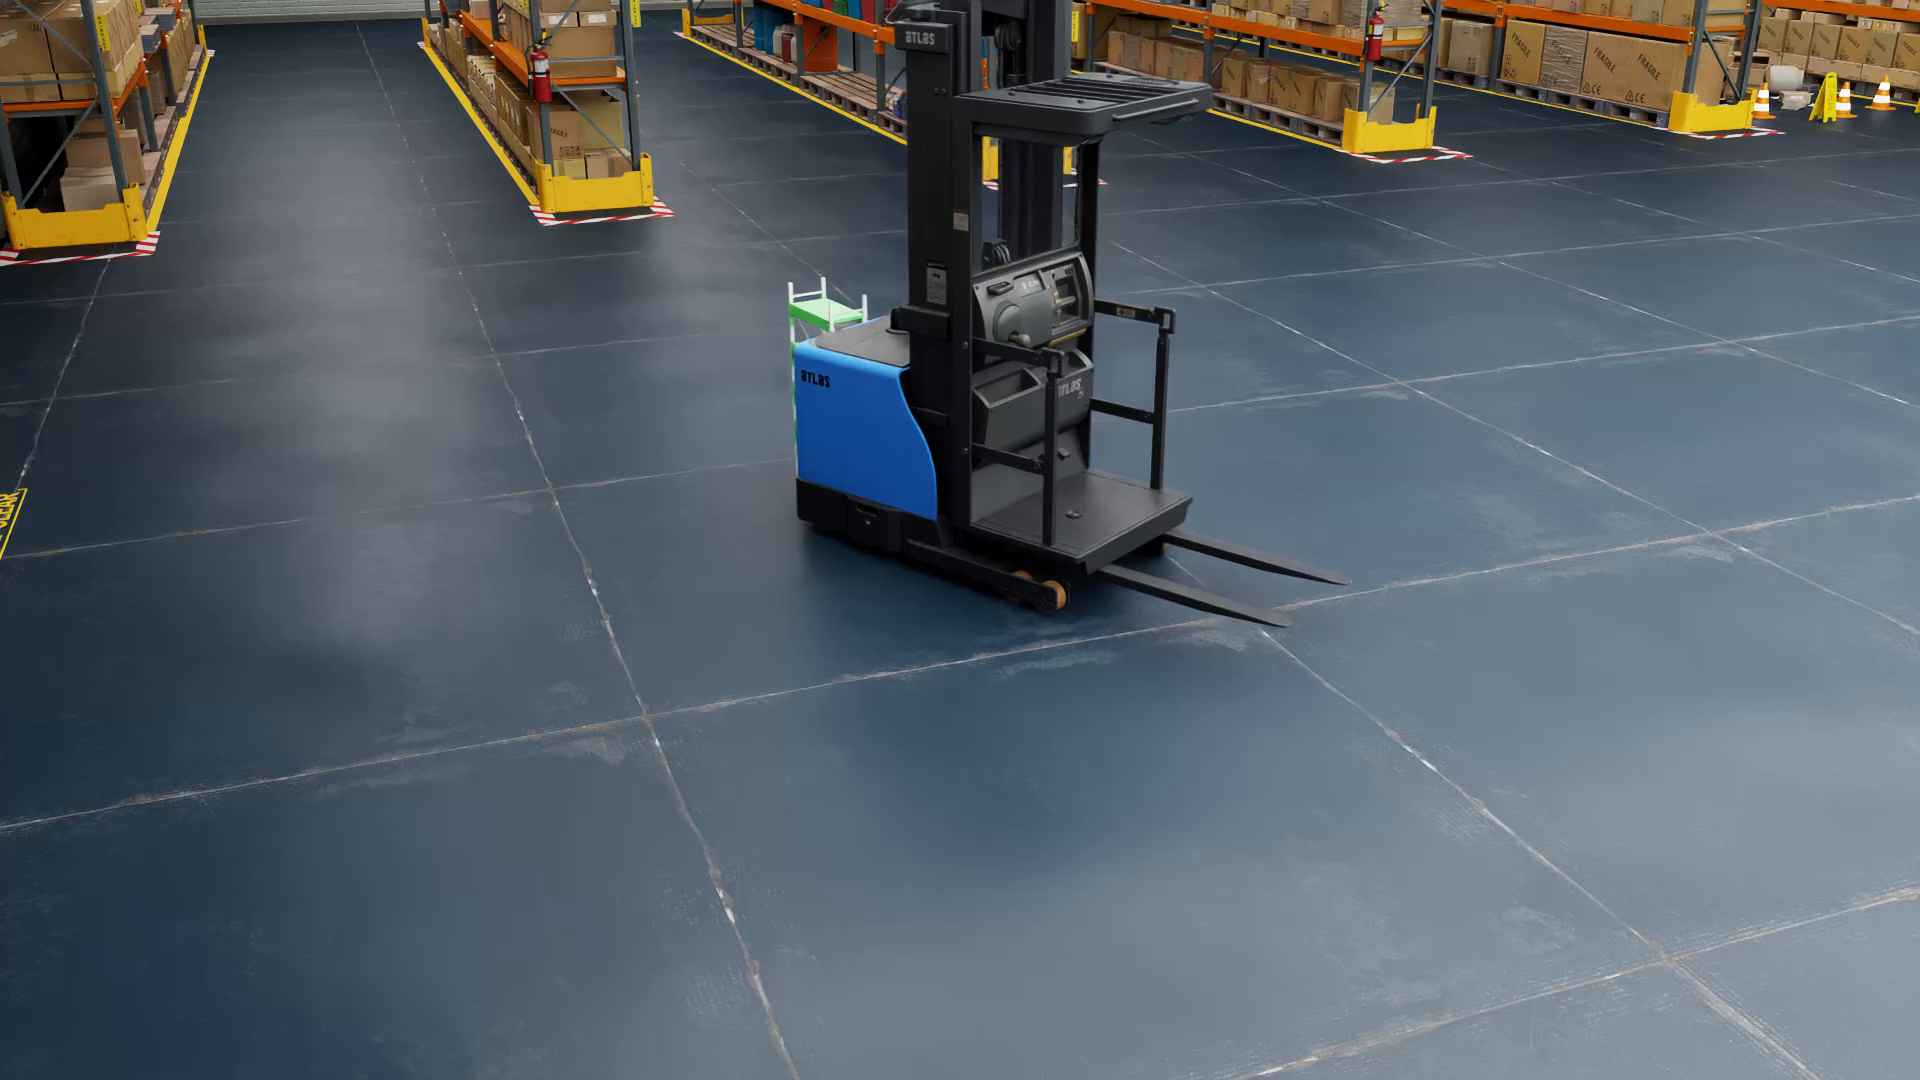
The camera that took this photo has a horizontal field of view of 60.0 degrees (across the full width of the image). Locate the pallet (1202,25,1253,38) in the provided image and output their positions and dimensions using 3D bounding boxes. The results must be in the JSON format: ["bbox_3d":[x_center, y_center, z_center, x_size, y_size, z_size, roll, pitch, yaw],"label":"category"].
[{"bbox_3d":[5.575,-10.247,33.291,1.003,0.211,1.213,-8,24,-19],"label":"pallet"}]

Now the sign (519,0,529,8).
[{"bbox_3d":[-4.373,-5.505,16.652,0.100,0.325,0.005,-8,24,-19],"label":"sign"}]

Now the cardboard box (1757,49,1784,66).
[{"bbox_3d":[13.222,-7.777,26.840,0.500,0.250,0.500,-10,25,-21],"label":"cardboard box"}]

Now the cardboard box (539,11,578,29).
[{"bbox_3d":[-4.174,-5.389,17.210,0.380,0.149,0.250,-9,24,-20],"label":"cardboard box"}]

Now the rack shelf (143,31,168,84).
[{"bbox_3d":[-10.613,-6.099,20.784,1.077,0.370,4.000,-8,24,-19],"label":"rack shelf"}]

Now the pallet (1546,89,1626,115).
[{"bbox_3d":[9.302,-6.370,24.092,1.003,0.211,1.213,-8,24,-19],"label":"pallet"}]

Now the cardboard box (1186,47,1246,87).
[{"bbox_3d":[3.799,-7.019,24.694,0.700,0.500,0.500,-10,25,-23],"label":"cardboard box"}]

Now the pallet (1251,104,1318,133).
[{"bbox_3d":[4.701,-5.774,22.678,1.003,0.211,1.213,-8,24,-19],"label":"pallet"}]

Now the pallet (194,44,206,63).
[{"bbox_3d":[-13.790,-8.499,29.143,1.003,0.211,1.213,-8,24,-19],"label":"pallet"}]

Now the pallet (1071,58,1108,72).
[{"bbox_3d":[2.374,-8.208,28.452,1.003,0.211,1.213,-8,24,-19],"label":"pallet"}]

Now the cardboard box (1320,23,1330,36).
[{"bbox_3d":[4.817,-6.516,21.172,0.380,0.149,0.250,-8,24,-19],"label":"cardboard box"}]

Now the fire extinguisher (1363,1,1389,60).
[{"bbox_3d":[5.018,-6.149,20.076,0.296,0.674,0.183,-8,24,-19],"label":"fire extinguisher"}]

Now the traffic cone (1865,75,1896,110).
[{"bbox_3d":[13.321,-6.459,23.979,0.336,0.463,0.334,-8,24,-19],"label":"traffic cone"}]

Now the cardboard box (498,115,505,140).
[{"bbox_3d":[-5.393,-5.101,20.490,0.500,0.250,0.500,-8,24,-19],"label":"cardboard box"}]

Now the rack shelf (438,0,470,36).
[{"bbox_3d":[-7.393,-8.233,25.848,1.077,0.370,4.000,-8,24,-19],"label":"rack shelf"}]

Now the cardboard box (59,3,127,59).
[{"bbox_3d":[-8.723,-5.120,16.738,0.500,0.500,0.500,-9,25,-21],"label":"cardboard box"}]

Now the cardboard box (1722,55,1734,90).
[{"bbox_3d":[11.353,-7.190,25.487,0.797,0.637,0.503,-8,24,-19],"label":"cardboard box"}]

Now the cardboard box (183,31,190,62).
[{"bbox_3d":[-12.901,-7.938,26.899,0.700,0.500,0.500,-8,24,-18],"label":"cardboard box"}]

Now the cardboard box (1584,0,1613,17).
[{"bbox_3d":[9.390,-7.735,23.547,0.875,0.550,0.500,-8,24,-19],"label":"cardboard box"}]

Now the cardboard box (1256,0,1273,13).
[{"bbox_3d":[4.511,-7.399,22.432,0.875,0.500,0.500,-8,24,-19],"label":"cardboard box"}]

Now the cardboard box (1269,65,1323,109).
[{"bbox_3d":[4.602,-6.211,22.803,0.500,0.500,0.500,-11,25,-24],"label":"cardboard box"}]

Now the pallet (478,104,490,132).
[{"bbox_3d":[-6.005,-5.806,22.754,1.003,0.211,1.213,-8,24,-19],"label":"pallet"}]

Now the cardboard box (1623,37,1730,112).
[{"bbox_3d":[9.783,-6.385,22.731,0.875,0.875,0.875,-8,24,-19],"label":"cardboard box"}]

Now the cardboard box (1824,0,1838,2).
[{"bbox_3d":[13.521,-8.362,25.551,0.380,0.149,0.250,-8,24,-19],"label":"cardboard box"}]

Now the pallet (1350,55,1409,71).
[{"bbox_3d":[7.466,-8.258,28.571,1.003,0.211,1.213,-8,24,-19],"label":"pallet"}]

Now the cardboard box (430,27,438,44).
[{"bbox_3d":[-9.233,-9.081,29.906,0.500,0.250,0.500,-8,24,-19],"label":"cardboard box"}]

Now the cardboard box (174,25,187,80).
[{"bbox_3d":[-12.064,-7.272,24.870,0.750,0.750,0.750,-8,24,-17],"label":"cardboard box"}]

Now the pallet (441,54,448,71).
[{"bbox_3d":[-8.341,-8.256,28.567,1.003,0.211,1.213,-8,24,-19],"label":"pallet"}]

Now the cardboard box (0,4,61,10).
[{"bbox_3d":[-9.214,-5.050,16.570,0.500,0.500,0.500,-9,24,-20],"label":"cardboard box"}]

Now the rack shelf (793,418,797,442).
[{"bbox_3d":[-0.769,-0.616,9.950,0.258,0.148,0.480,-14,27,-30],"label":"rack shelf"}]

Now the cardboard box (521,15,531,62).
[{"bbox_3d":[-4.563,-5.711,18.809,0.700,0.500,0.500,-8,24,-17],"label":"cardboard box"}]

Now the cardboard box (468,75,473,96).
[{"bbox_3d":[-6.776,-6.534,23.890,0.500,0.250,0.500,-8,24,-19],"label":"cardboard box"}]

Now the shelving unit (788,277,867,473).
[{"bbox_3d":[-0.769,-0.897,9.832,0.258,1.200,0.503,-14,27,-30],"label":"shelving unit"}]

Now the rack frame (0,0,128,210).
[{"bbox_3d":[-8.493,-4.250,15.472,1.000,3.000,0.127,-8,24,-19],"label":"rack frame"}]

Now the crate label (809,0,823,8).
[{"bbox_3d":[-1.953,-8.135,24.642,0.502,0.435,0.616,-8,24,-19],"label":"crate label"}]

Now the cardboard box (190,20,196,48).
[{"bbox_3d":[-13.805,-8.865,29.098,0.700,0.500,0.500,-8,24,-19],"label":"cardboard box"}]

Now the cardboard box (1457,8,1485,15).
[{"bbox_3d":[10.734,-11.009,33.703,0.875,0.875,0.875,-8,24,-17],"label":"cardboard box"}]

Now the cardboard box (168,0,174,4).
[{"bbox_3d":[-12.039,-8.143,25.006,0.380,0.149,0.250,-8,24,-19],"label":"cardboard box"}]

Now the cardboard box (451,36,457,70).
[{"bbox_3d":[-7.788,-7.758,26.447,0.500,0.500,0.500,-8,24,-18],"label":"cardboard box"}]

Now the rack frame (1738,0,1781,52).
[{"bbox_3d":[13.267,-9.102,26.984,1.000,3.000,0.127,-8,24,-19],"label":"rack frame"}]

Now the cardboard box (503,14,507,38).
[{"bbox_3d":[-5.488,-6.488,20.975,0.500,0.250,0.500,-7,24,-16],"label":"cardboard box"}]

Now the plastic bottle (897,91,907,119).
[{"bbox_3d":[-0.741,-5.695,21.743,0.144,0.351,0.185,-8,24,-18],"label":"plastic bottle"}]

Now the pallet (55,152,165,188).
[{"bbox_3d":[-9.636,-4.179,18.894,1.003,0.211,1.213,-8,24,-19],"label":"pallet"}]

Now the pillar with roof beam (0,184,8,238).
[{"bbox_3d":[-5.522,-7.741,16.030,9.100,9.000,0.400,-8,24,-19],"label":"pillar with roof beam"}]

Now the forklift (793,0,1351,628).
[{"bbox_3d":[0.544,-1.212,8.352,3.031,2.935,1.130,17,28,35],"label":"forklift"}]

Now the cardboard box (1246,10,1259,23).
[{"bbox_3d":[4.128,-7.142,22.656,0.380,0.149,0.250,-8,24,-19],"label":"cardboard box"}]

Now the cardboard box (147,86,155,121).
[{"bbox_3d":[-10.741,-5.574,21.264,0.700,0.500,0.500,-8,24,-19],"label":"cardboard box"}]

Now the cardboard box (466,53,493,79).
[{"bbox_3d":[-6.776,-6.792,23.781,0.500,0.311,0.500,-7,24,-17],"label":"cardboard box"}]

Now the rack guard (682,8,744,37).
[{"bbox_3d":[-4.898,-10.278,32.992,1.175,0.500,0.348,-8,24,-19],"label":"rack guard"}]

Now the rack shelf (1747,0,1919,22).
[{"bbox_3d":[13.973,-8.044,25.399,1.077,0.370,4.000,-8,24,-19],"label":"rack shelf"}]

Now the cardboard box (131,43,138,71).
[{"bbox_3d":[-9.095,-5.150,17.775,0.500,0.250,0.500,-8,24,-19],"label":"cardboard box"}]

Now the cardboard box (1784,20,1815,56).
[{"bbox_3d":[13.423,-7.930,26.236,0.500,0.500,0.500,-7,24,-17],"label":"cardboard box"}]

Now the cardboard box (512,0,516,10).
[{"bbox_3d":[-4.901,-6.138,18.986,0.380,0.149,0.250,-9,25,-21],"label":"cardboard box"}]

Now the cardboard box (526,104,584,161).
[{"bbox_3d":[-4.328,-4.357,17.760,0.500,0.500,0.500,-8,24,-19],"label":"cardboard box"}]

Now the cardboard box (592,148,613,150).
[{"bbox_3d":[-4.022,-4.264,18.505,0.500,0.250,0.500,-8,24,-19],"label":"cardboard box"}]

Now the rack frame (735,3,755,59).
[{"bbox_3d":[-3.464,-9.970,29.042,1.000,3.000,0.127,-8,24,-19],"label":"rack frame"}]
